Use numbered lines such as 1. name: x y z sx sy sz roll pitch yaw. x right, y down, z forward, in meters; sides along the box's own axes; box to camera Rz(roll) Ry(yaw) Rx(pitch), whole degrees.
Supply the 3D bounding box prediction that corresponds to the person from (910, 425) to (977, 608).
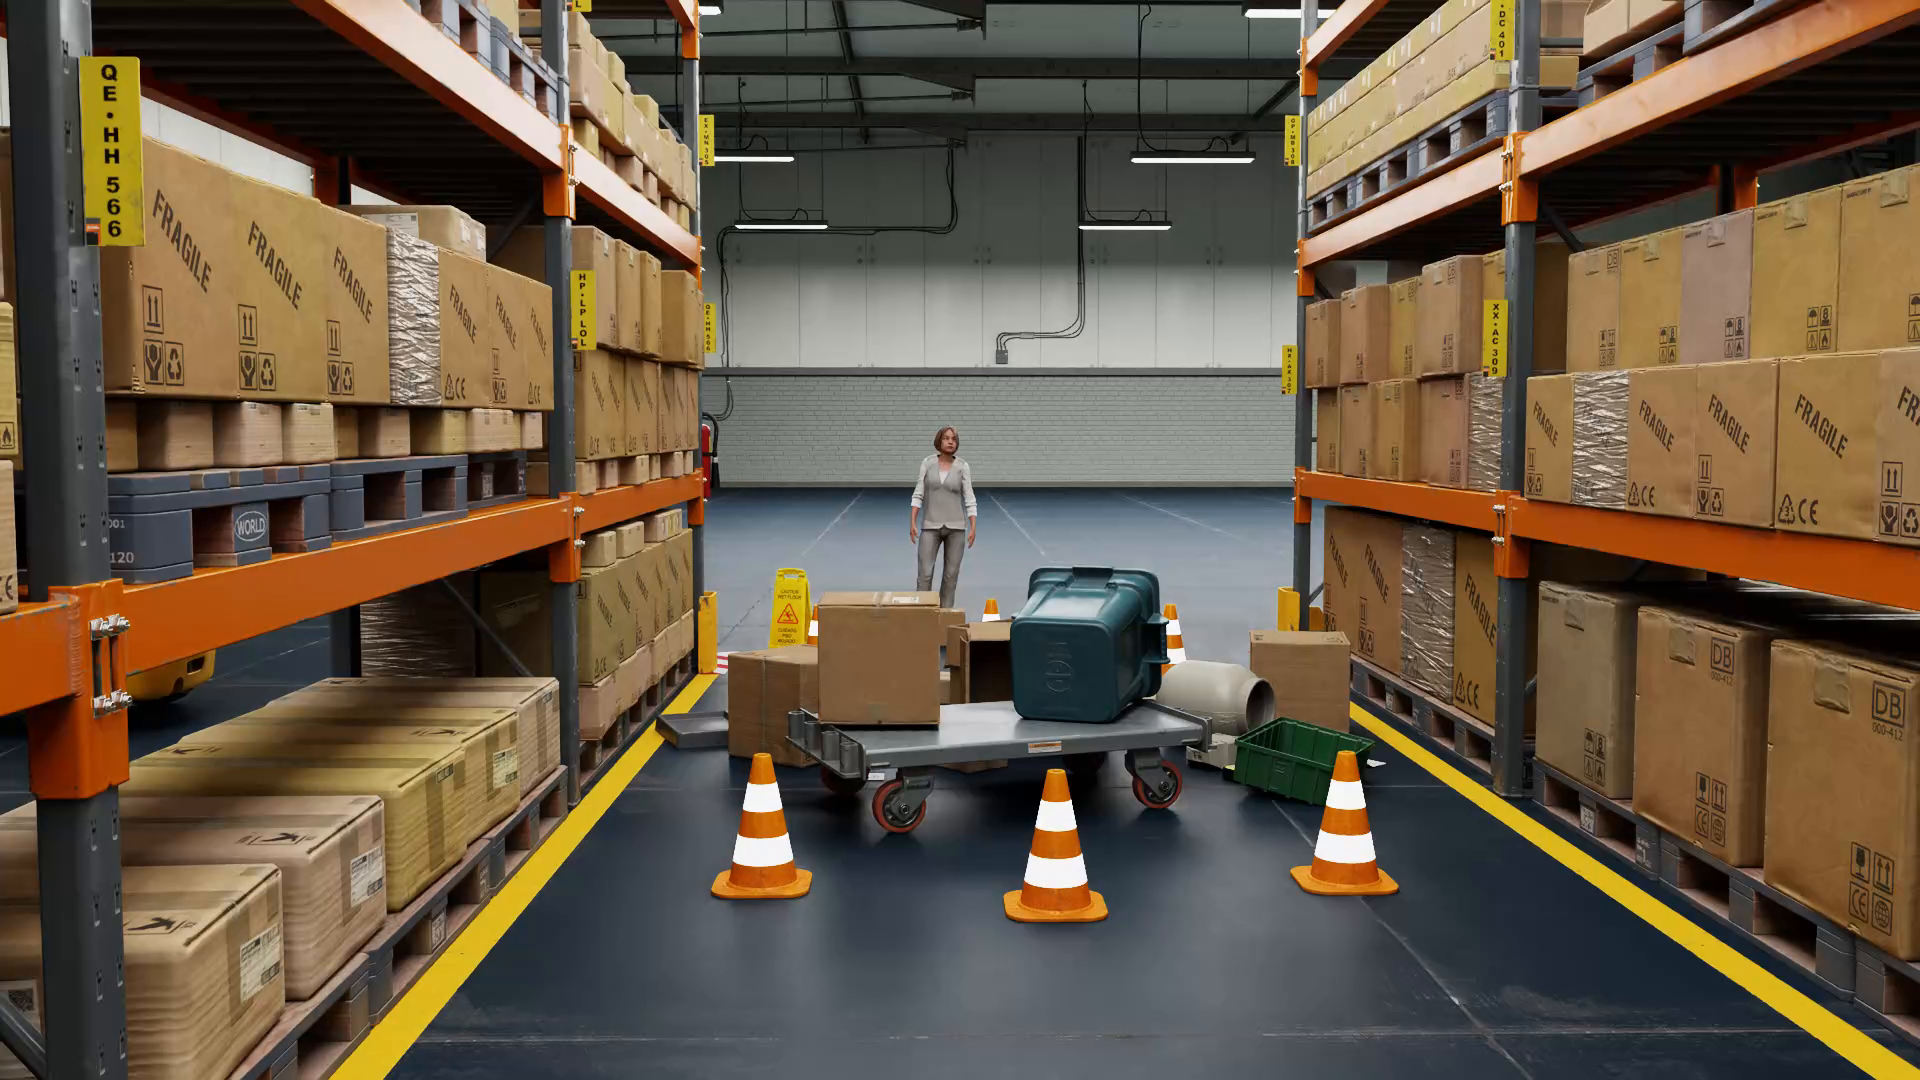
1. person: -0.132 -0.053 12.369 0.521 1.597 0.474 0 4 -1
